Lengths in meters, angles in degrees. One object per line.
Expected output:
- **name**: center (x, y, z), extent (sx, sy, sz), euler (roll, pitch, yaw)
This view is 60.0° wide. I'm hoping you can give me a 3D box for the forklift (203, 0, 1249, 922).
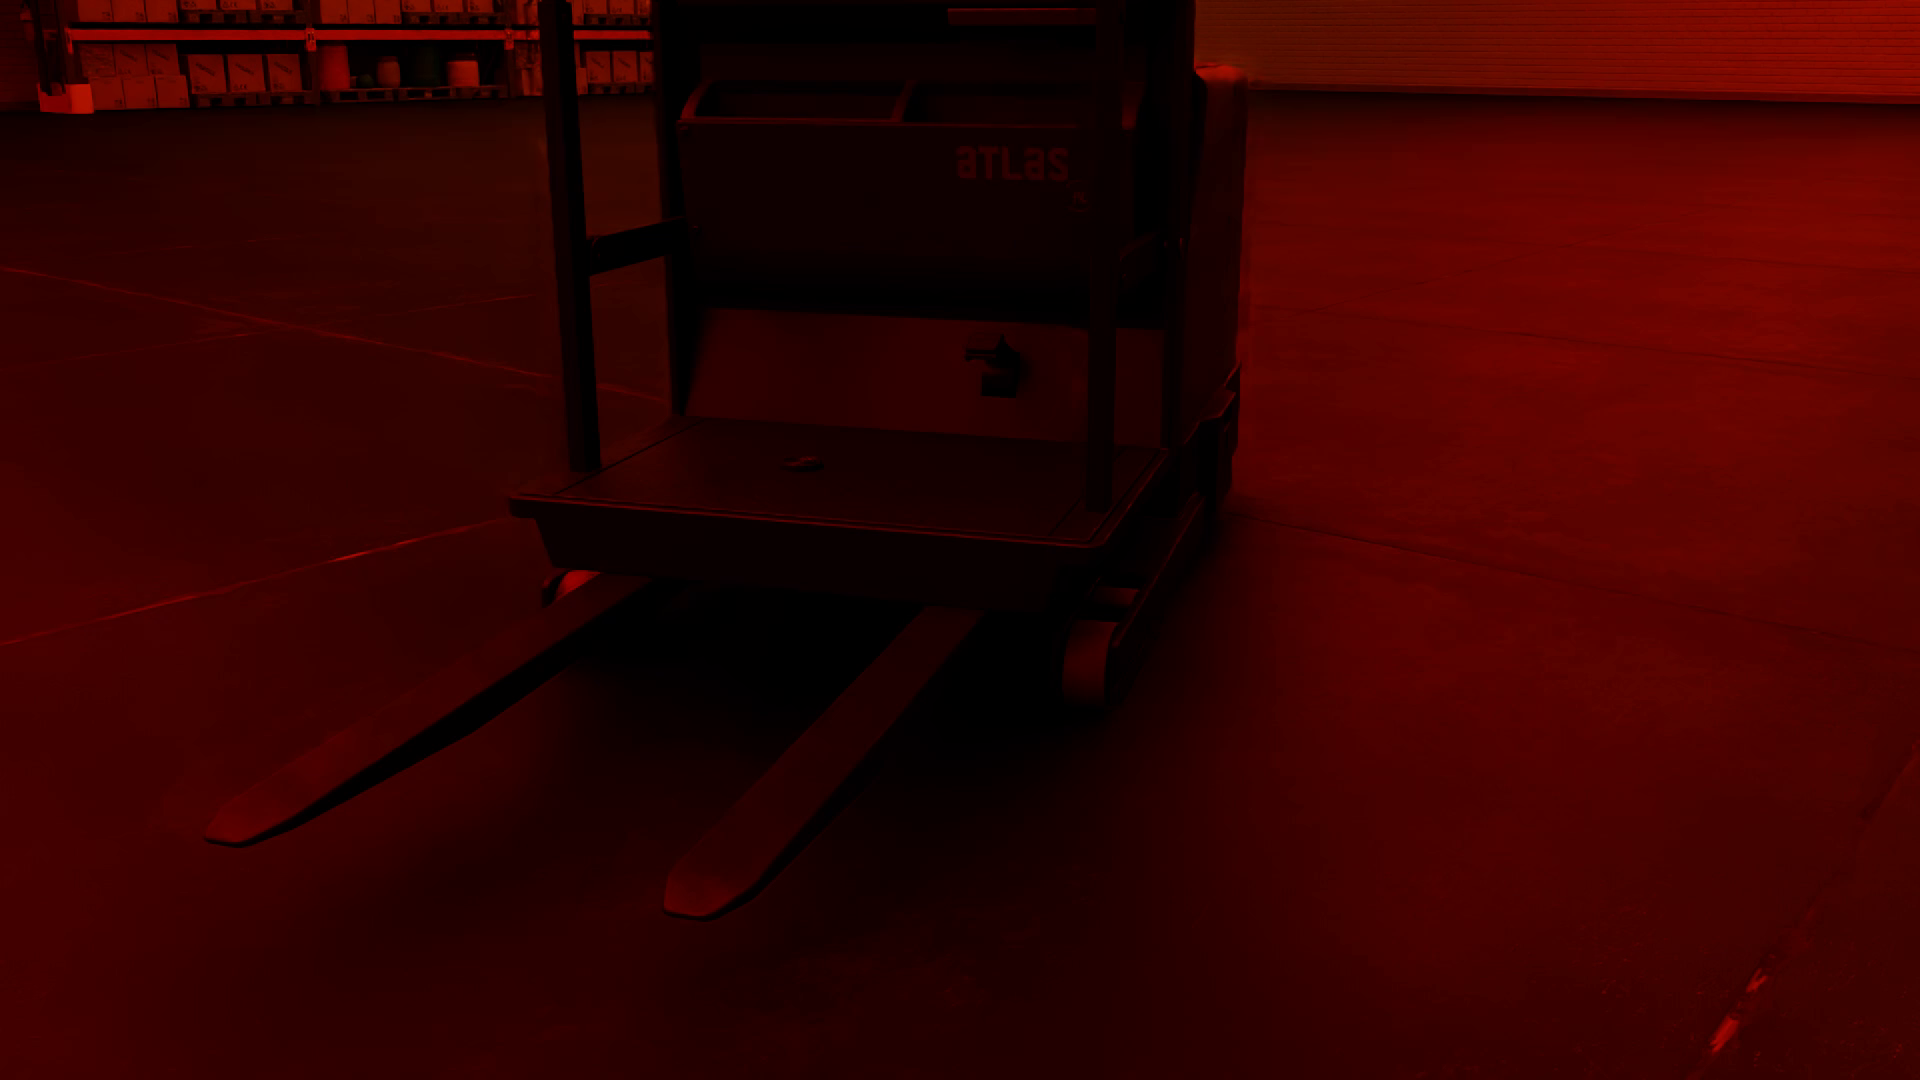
- **forklift**: center (-0.160, -1.226, 2.934), extent (1.130, 2.935, 3.031), euler (5, 18, 16)
